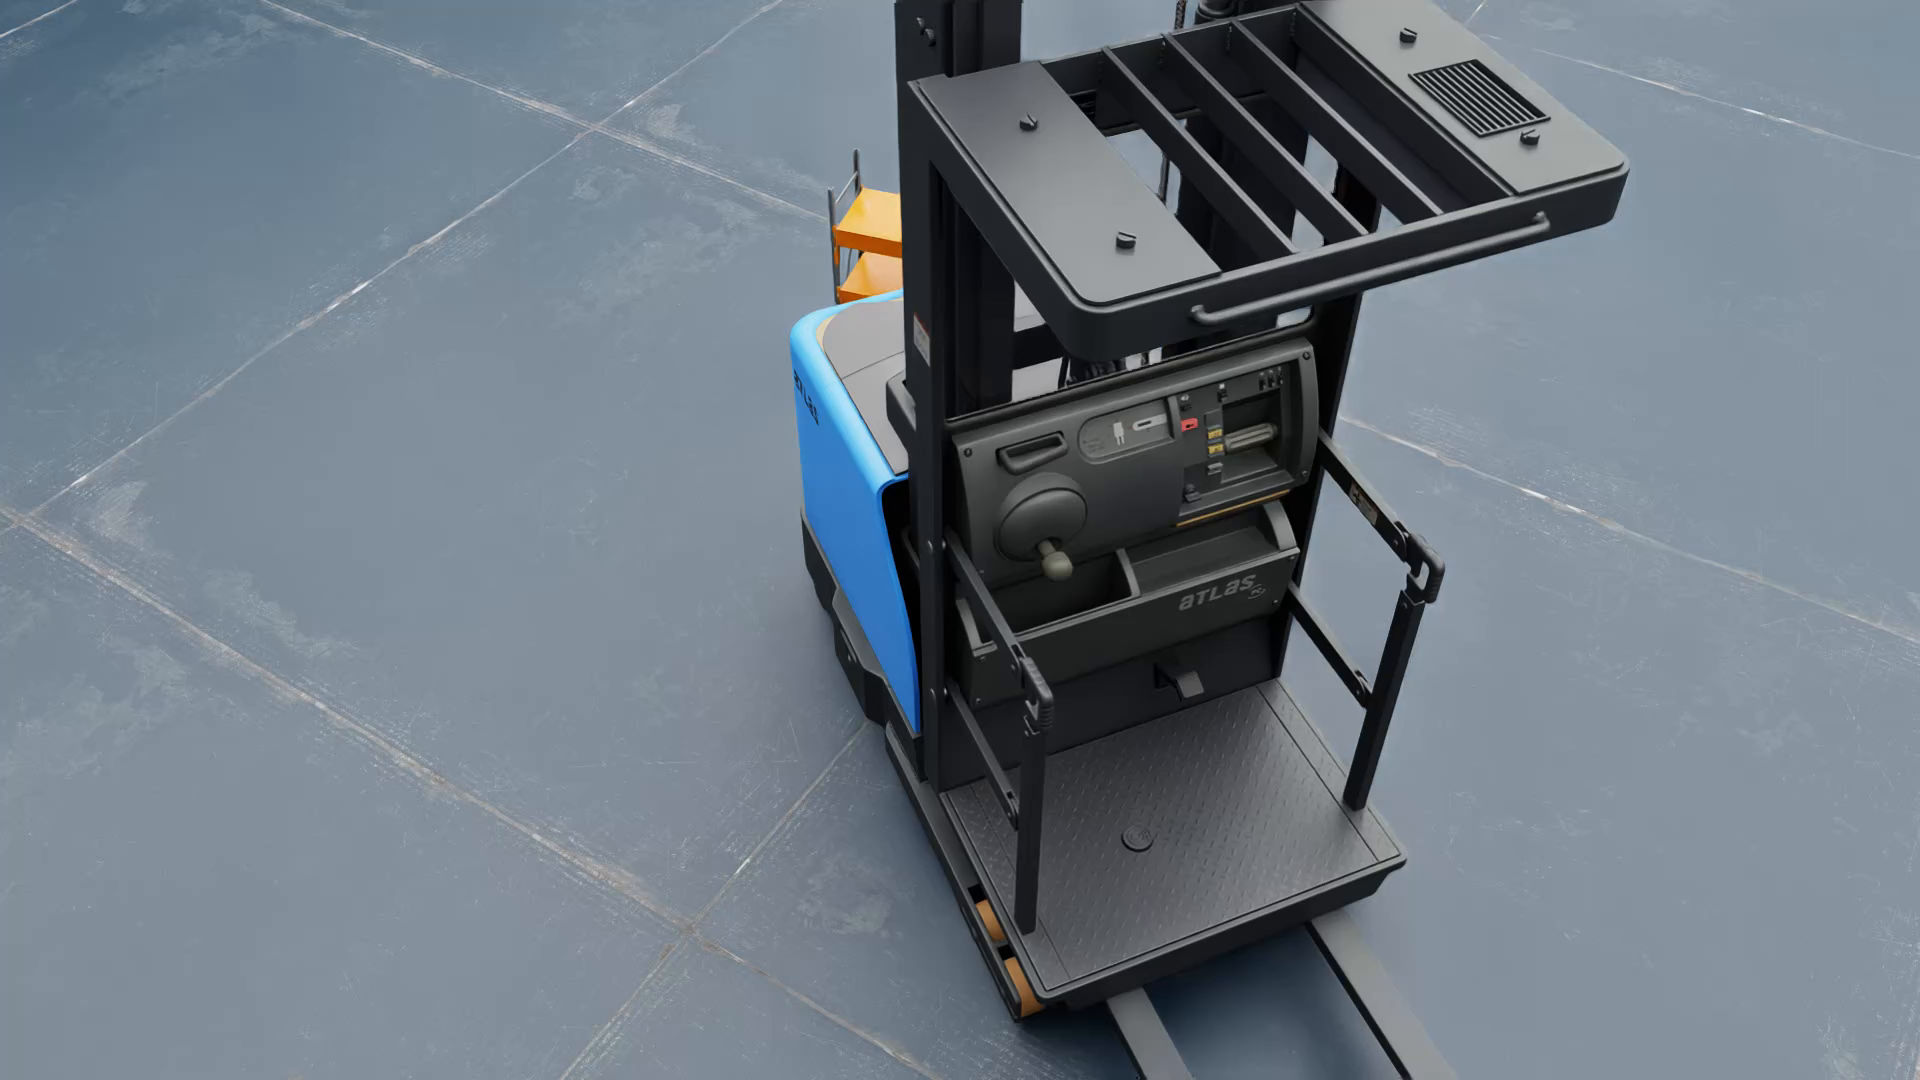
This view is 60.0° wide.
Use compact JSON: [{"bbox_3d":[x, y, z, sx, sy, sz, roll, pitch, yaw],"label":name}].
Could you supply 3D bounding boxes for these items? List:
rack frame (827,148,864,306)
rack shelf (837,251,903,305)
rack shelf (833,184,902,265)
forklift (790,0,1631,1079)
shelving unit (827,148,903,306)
[{"bbox_3d":[-0.365,-0.744,5.636,0.015,1.200,0.240,13,47,13],"label":"rack frame"},{"bbox_3d":[-0.133,-0.797,5.470,0.480,0.148,0.258,13,47,13],"label":"rack shelf"},{"bbox_3d":[-0.133,-0.962,5.301,0.480,0.148,0.258,13,47,13],"label":"rack shelf"},{"bbox_3d":[0.518,-0.091,3.795,1.130,2.935,3.031,-17,48,-16],"label":"forklift"},{"bbox_3d":[-0.133,-0.688,5.582,0.503,1.200,0.258,13,47,13],"label":"shelving unit"}]
